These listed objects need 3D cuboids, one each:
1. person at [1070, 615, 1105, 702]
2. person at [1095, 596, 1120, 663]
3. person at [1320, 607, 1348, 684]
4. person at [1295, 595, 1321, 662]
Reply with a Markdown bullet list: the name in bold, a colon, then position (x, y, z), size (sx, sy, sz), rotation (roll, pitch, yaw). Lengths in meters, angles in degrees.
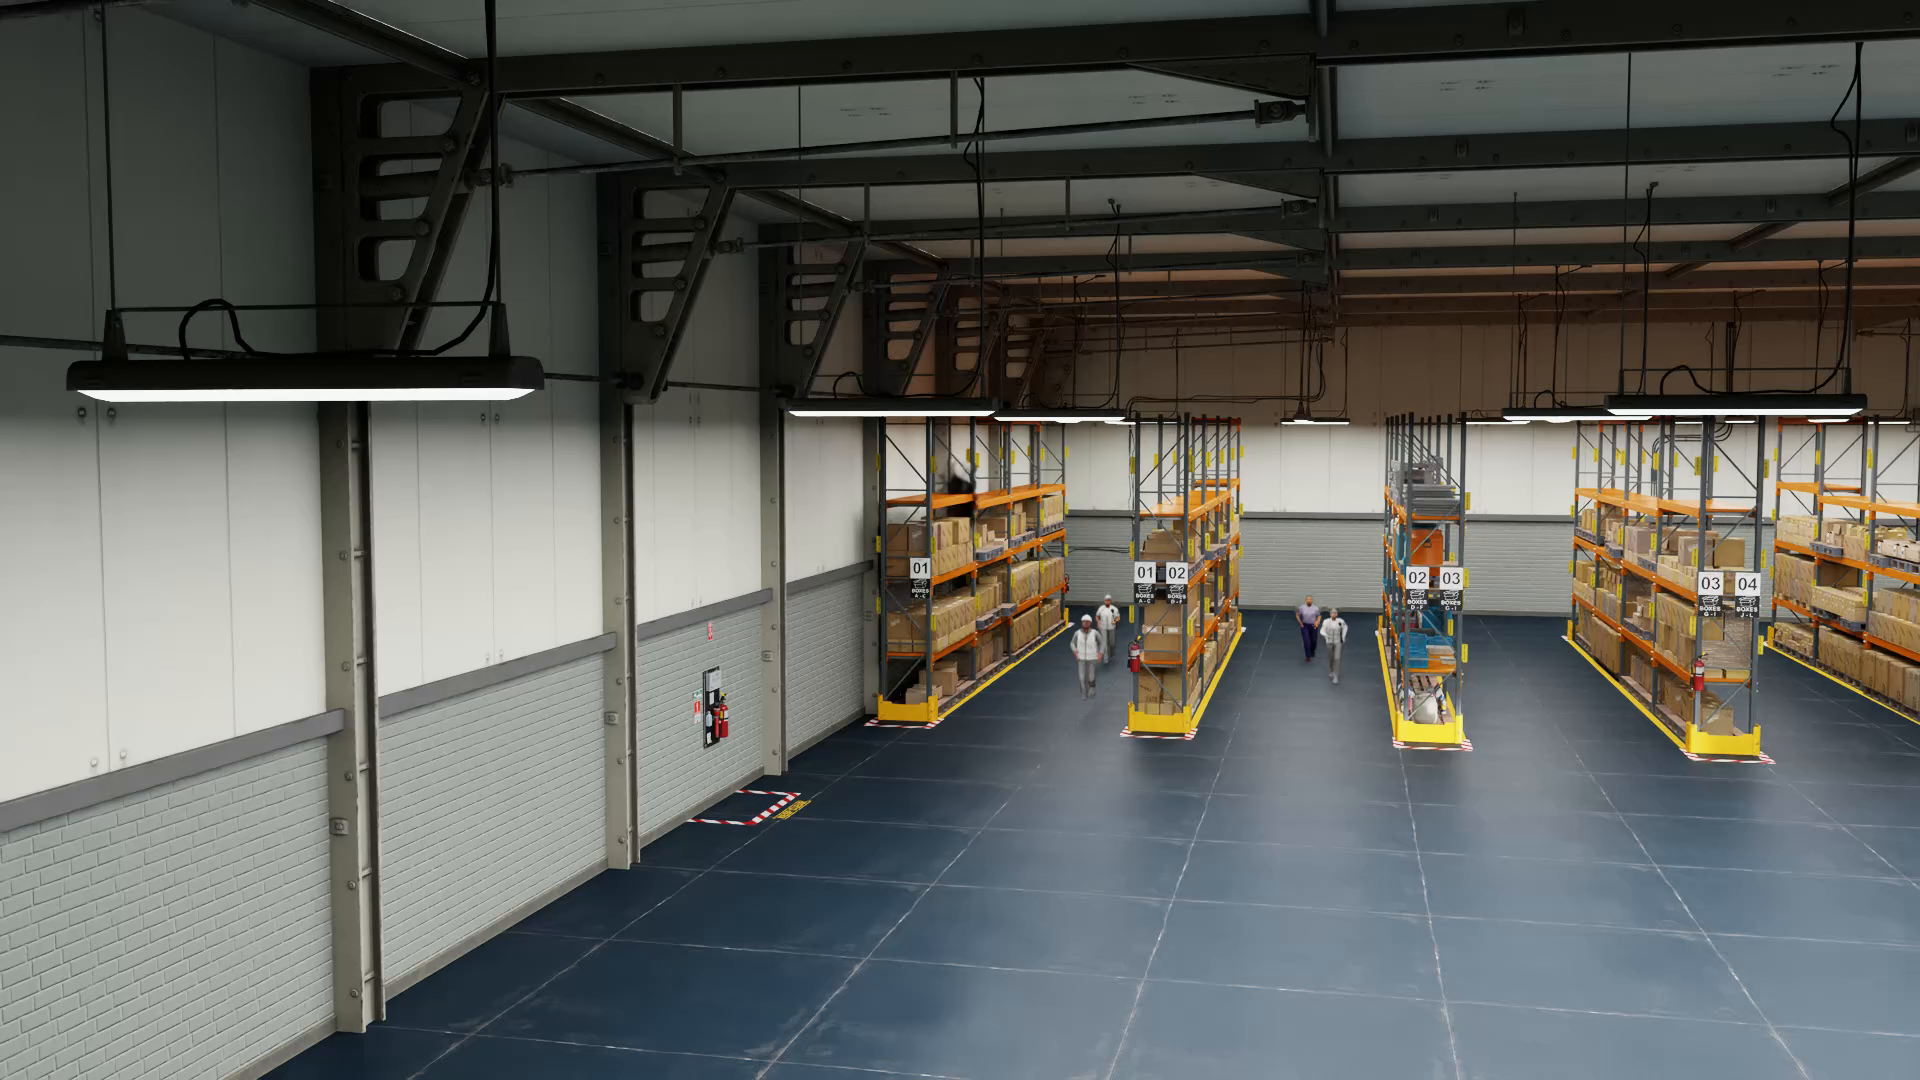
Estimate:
- **person**: position (2.524, 2.343, 33.010), size (0.707, 1.729, 0.609), rotation (1, 4, 11)
- **person**: position (3.596, 2.166, 40.587), size (0.615, 1.624, 0.707), rotation (0, 4, 7)
- **person**: position (8.425, 2.334, 37.498), size (0.585, 1.693, 0.934), rotation (1, 4, 17)
- **person**: position (8.544, 2.160, 40.804), size (0.614, 1.618, 0.598), rotation (0, 4, 6)
